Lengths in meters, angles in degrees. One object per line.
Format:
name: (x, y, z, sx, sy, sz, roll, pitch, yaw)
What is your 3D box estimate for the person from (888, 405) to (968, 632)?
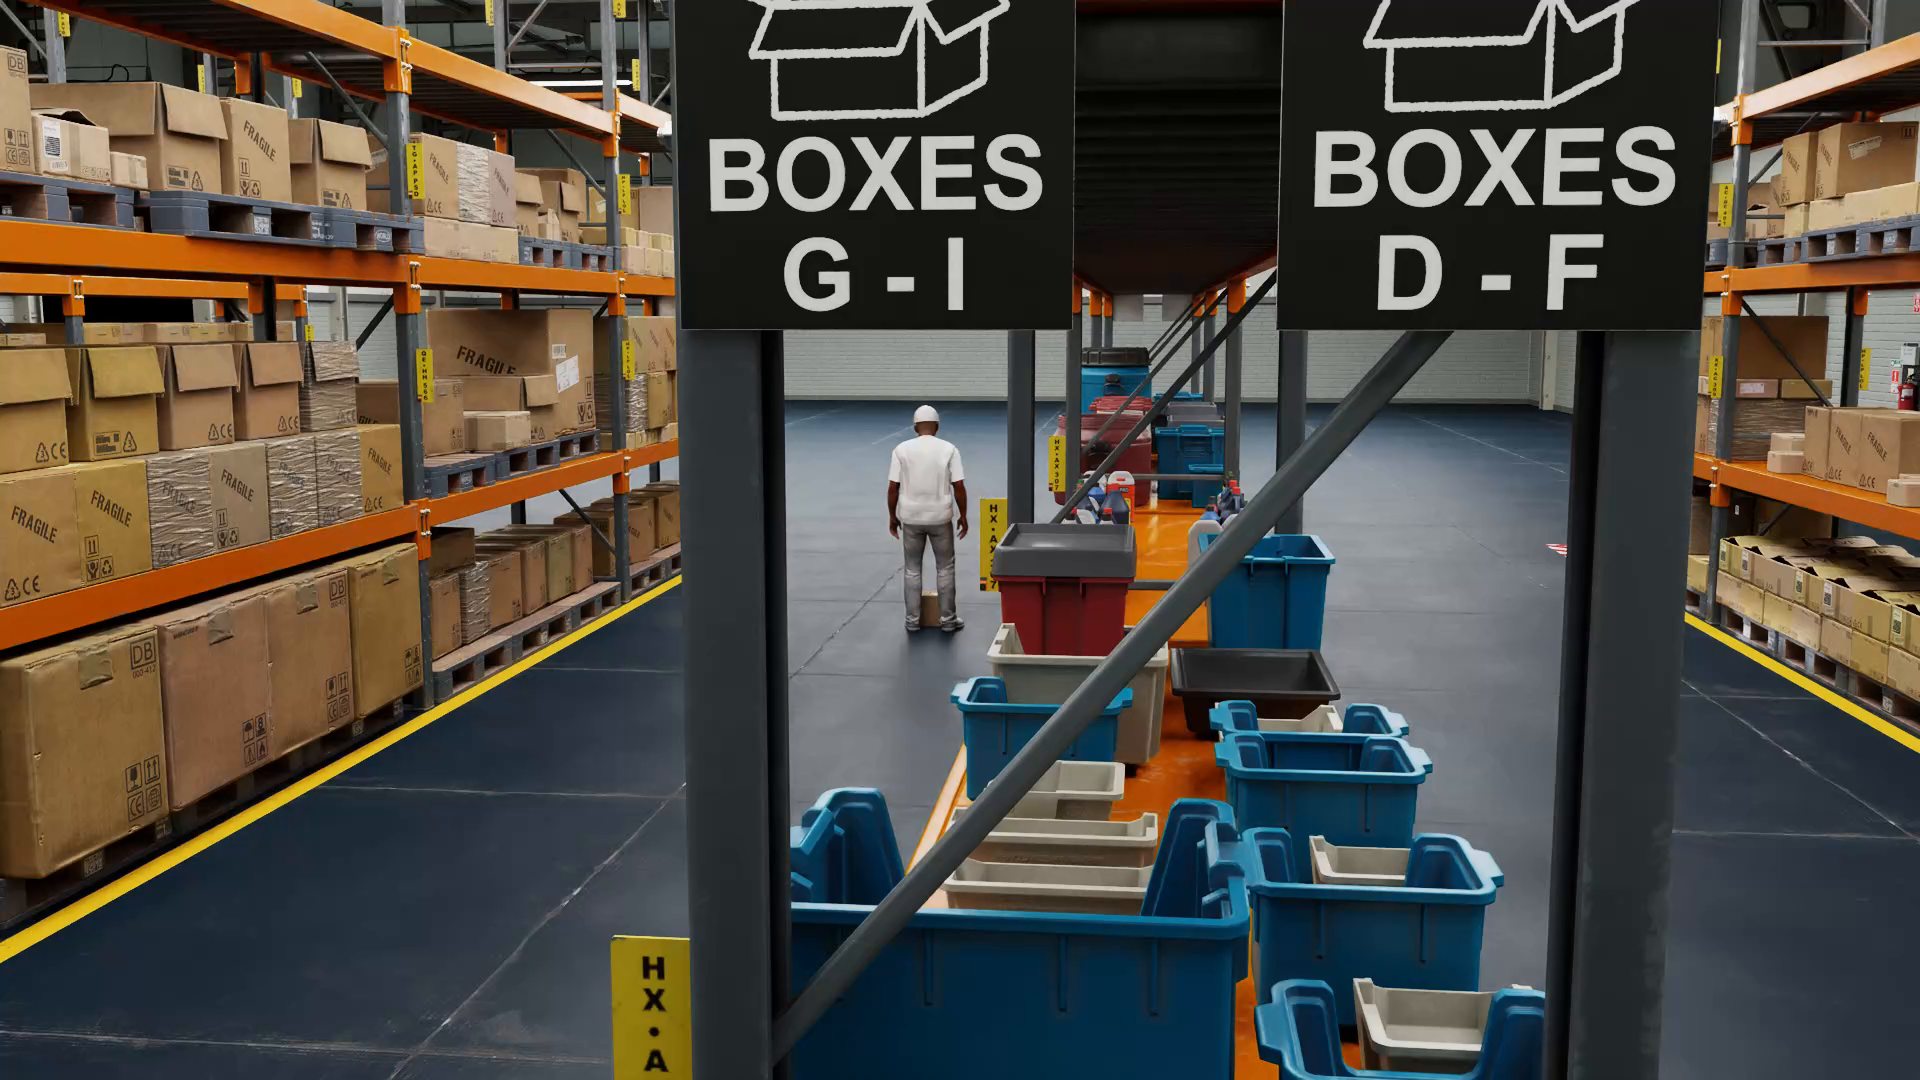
person: (-0.248, -0.168, 13.003, 0.628, 1.757, 0.457, 1, 8, 7)
